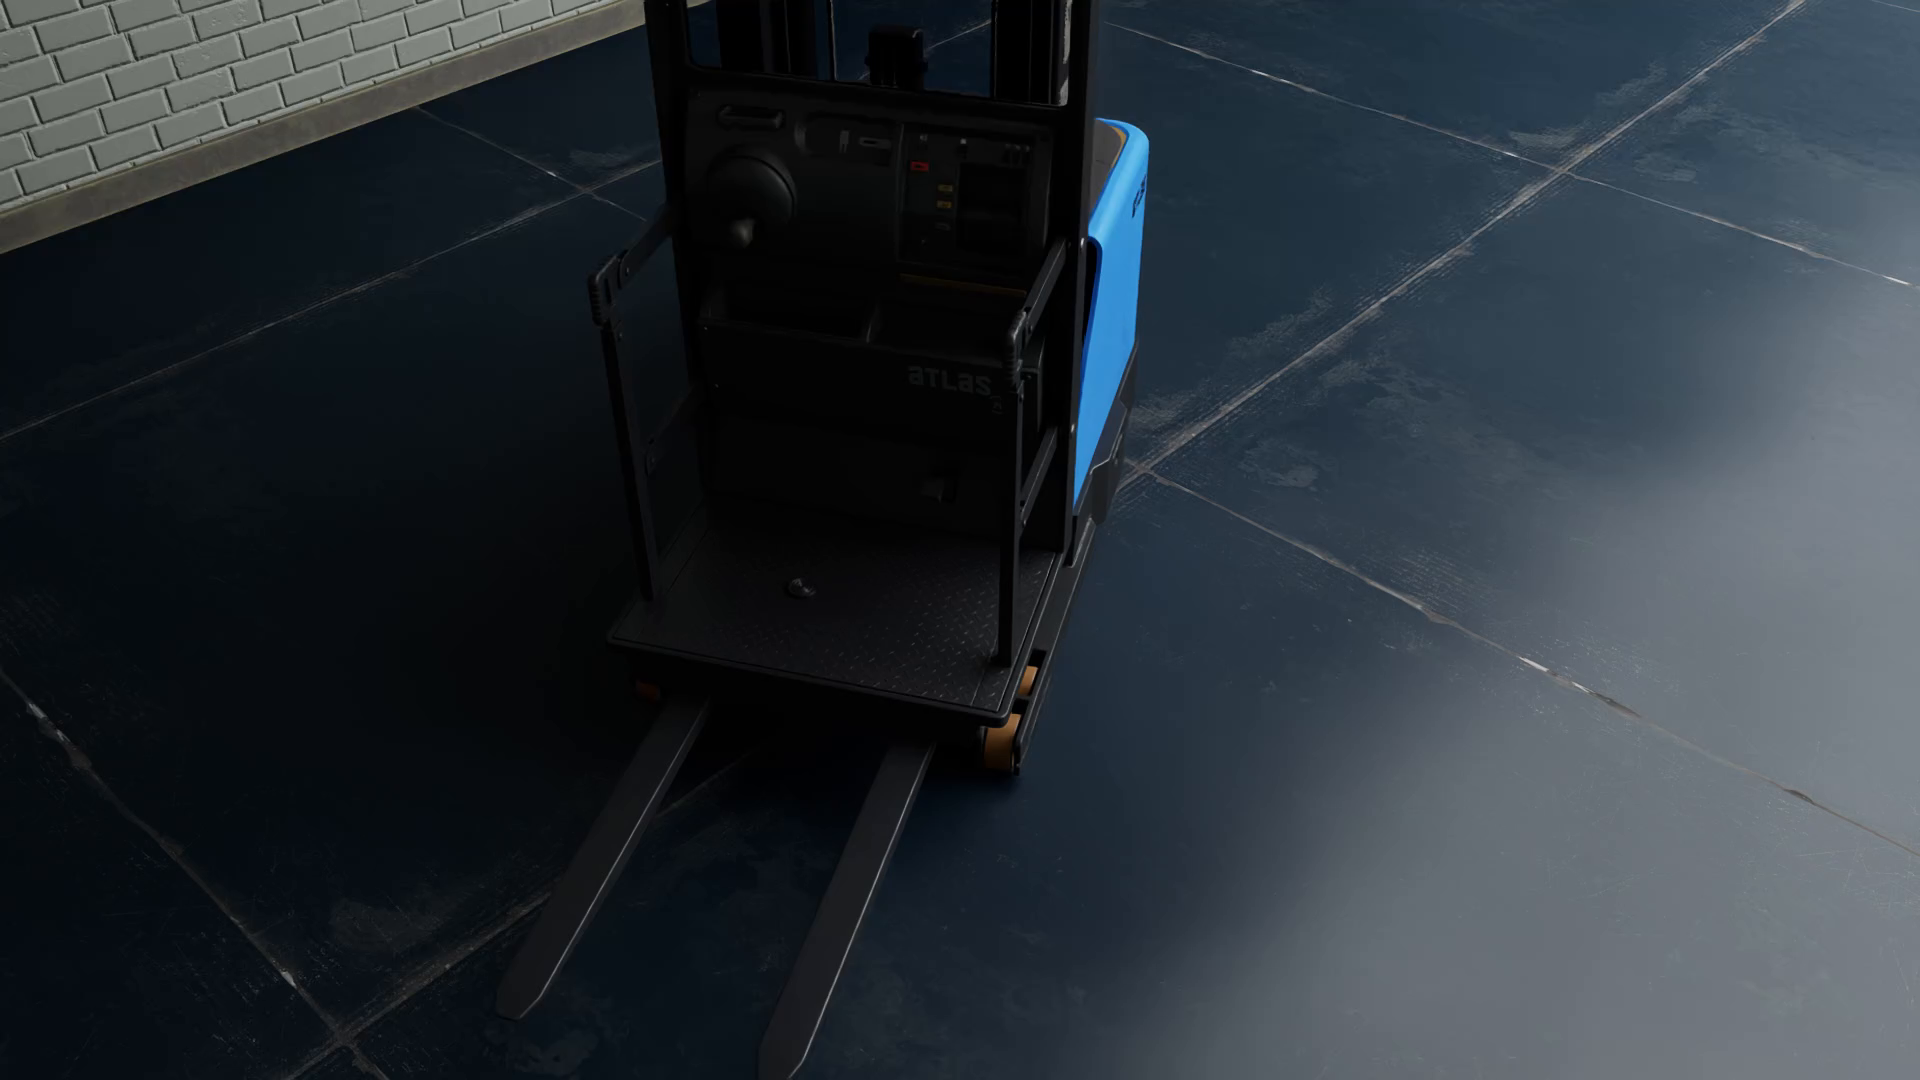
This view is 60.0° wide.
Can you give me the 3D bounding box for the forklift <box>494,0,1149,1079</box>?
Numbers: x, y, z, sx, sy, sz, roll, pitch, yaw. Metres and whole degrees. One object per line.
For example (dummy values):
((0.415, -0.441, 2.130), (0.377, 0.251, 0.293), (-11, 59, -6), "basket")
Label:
((-0.285, -0.798, 3.899), (1.130, 2.935, 3.031), (10, 40, 12), "forklift")
